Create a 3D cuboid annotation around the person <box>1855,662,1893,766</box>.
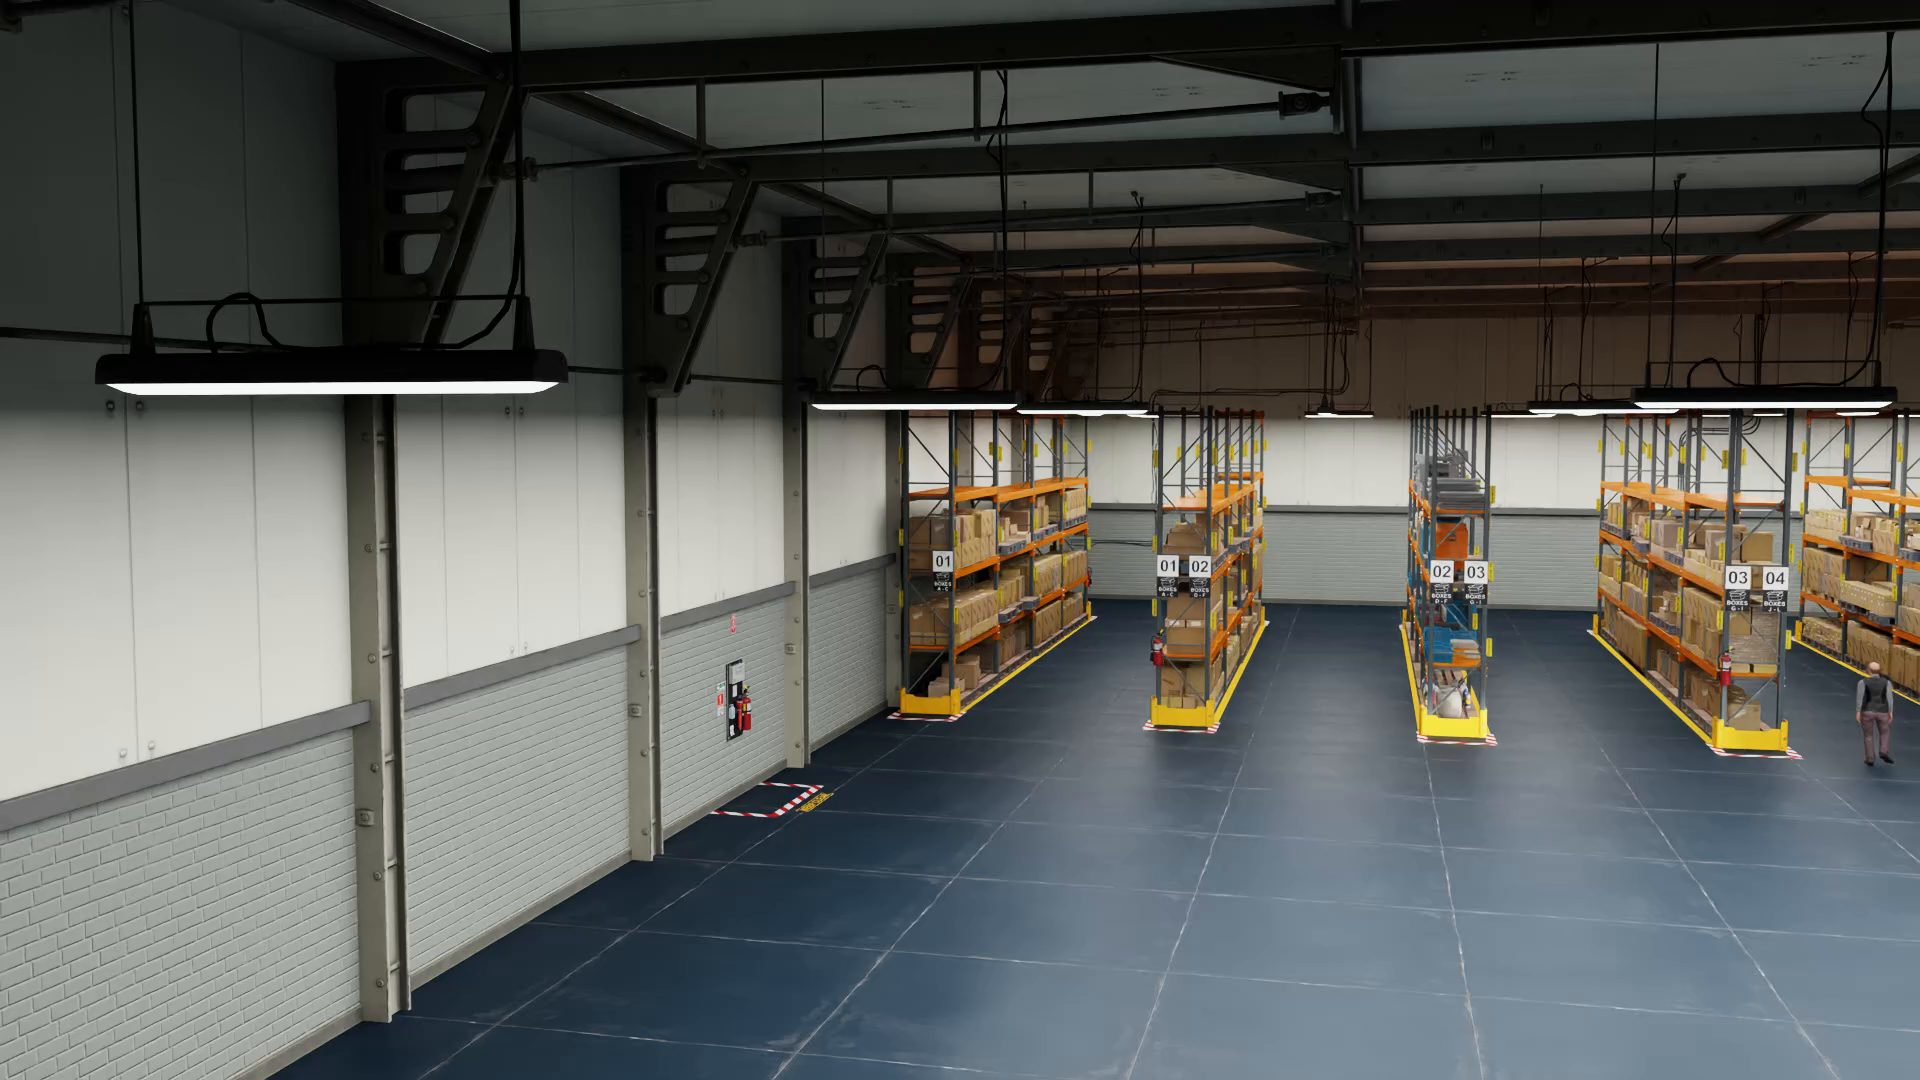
[{"bbox_3d":[15.162,2.889,27.562,0.571,1.722,0.506,1,4,17],"label":"person"}]
